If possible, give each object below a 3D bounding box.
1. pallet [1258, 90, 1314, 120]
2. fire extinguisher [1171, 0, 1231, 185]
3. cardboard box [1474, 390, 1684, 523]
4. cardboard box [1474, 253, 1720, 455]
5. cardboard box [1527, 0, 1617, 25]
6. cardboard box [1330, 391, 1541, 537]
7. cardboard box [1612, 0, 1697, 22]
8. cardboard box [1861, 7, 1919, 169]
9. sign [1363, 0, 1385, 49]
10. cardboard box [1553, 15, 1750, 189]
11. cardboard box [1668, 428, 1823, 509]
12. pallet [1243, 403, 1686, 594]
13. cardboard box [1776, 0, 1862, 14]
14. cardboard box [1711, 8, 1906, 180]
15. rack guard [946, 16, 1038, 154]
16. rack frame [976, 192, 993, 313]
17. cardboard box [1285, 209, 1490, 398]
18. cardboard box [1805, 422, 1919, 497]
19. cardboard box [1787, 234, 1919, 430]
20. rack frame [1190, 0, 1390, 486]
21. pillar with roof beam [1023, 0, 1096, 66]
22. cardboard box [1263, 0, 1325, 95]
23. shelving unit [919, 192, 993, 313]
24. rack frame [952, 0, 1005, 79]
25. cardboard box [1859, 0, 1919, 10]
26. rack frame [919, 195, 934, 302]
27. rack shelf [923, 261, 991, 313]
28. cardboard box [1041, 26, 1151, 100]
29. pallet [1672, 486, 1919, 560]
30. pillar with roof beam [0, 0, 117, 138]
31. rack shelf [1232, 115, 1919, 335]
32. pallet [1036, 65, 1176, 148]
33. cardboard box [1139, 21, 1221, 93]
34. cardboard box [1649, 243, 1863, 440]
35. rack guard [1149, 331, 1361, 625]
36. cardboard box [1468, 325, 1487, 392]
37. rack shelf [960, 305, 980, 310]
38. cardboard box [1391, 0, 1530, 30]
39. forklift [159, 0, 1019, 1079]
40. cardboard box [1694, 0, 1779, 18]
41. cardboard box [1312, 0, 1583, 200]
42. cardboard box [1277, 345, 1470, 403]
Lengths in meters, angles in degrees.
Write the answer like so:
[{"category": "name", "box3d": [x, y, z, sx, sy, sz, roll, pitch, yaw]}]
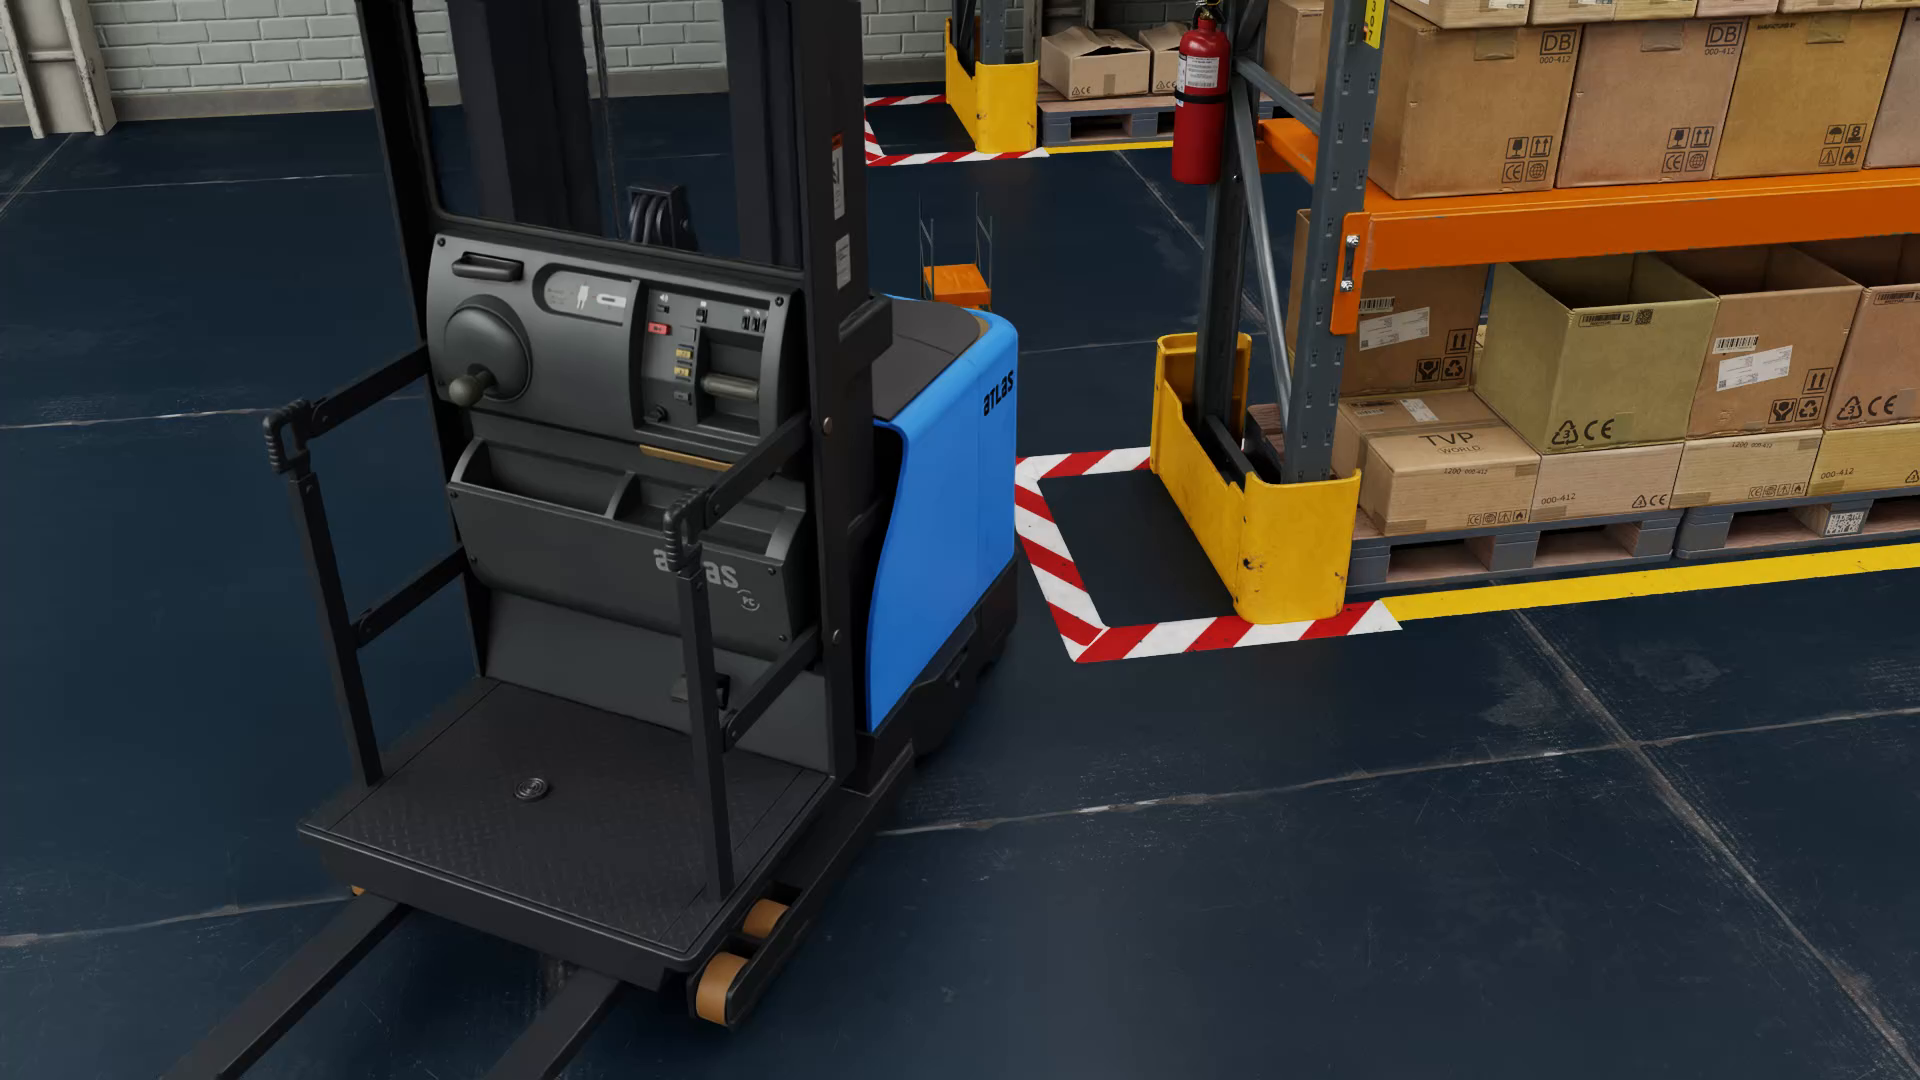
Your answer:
[{"category": "pallet", "box3d": [2.178, -2.767, 10.248, 1.213, 0.211, 1.003, -5, 31, -9]}, {"category": "fire extinguisher", "box3d": [0.797, -1.514, 5.442, 0.183, 0.674, 0.296, -5, 31, -9]}, {"category": "cardboard box", "box3d": [2.055, -0.308, 5.613, 0.500, 0.250, 0.500, -5, 31, -9]}, {"category": "cardboard box", "box3d": [2.056, -0.630, 5.421, 0.500, 0.500, 0.500, -5, 31, -9]}, {"category": "cardboard box", "box3d": [1.681, -1.603, 4.779, 0.250, 0.149, 0.380, -6, 31, -10]}, {"category": "cardboard box", "box3d": [1.564, -0.260, 5.532, 0.500, 0.250, 0.500, -5, 31, -9]}, {"category": "cardboard box", "box3d": [1.926, -1.625, 4.816, 0.250, 0.149, 0.380, -5, 31, -9]}, {"category": "cardboard box", "box3d": [2.980, -1.549, 5.326, 0.500, 0.500, 0.700, -4, 31, -7]}, {"category": "sign", "box3d": [1.091, -1.457, 4.336, 0.005, 0.325, 0.100, -5, 31, -9]}, {"category": "cardboard box", "box3d": [1.974, -1.456, 5.169, 0.500, 0.500, 0.700, -5, 31, -8]}, {"category": "cardboard box", "box3d": [2.547, -0.353, 5.690, 0.500, 0.250, 0.500, -5, 31, -9]}, {"category": "pallet", "box3d": [1.741, -0.215, 5.908, 1.213, 0.211, 1.003, -5, 31, -9]}, {"category": "cardboard box", "box3d": [2.437, -1.673, 4.897, 0.250, 0.149, 0.380, -6, 31, -11]}, {"category": "cardboard box", "box3d": [2.463, -1.499, 5.241, 0.500, 0.500, 0.700, -5, 31, -9]}, {"category": "rack guard", "box3d": [0.175, -2.725, 9.892, 0.348, 0.500, 1.175, -5, 31, -9]}, {"category": "rack frame", "box3d": [0.076, -0.524, 5.458, 0.006, 1.200, 0.240, -5, 31, -9]}, {"category": "cardboard box", "box3d": [1.471, -0.843, 5.783, 0.500, 0.500, 0.500, -5, 31, -9]}, {"category": "cardboard box", "box3d": [3.040, -0.397, 5.763, 0.500, 0.250, 0.500, -5, 31, -9]}, {"category": "cardboard box", "box3d": [3.040, -0.719, 5.572, 0.500, 0.500, 0.500, -5, 31, -9]}, {"category": "rack frame", "box3d": [0.997, -1.327, 5.047, 0.127, 3.000, 1.000, -5, 31, -9]}, {"category": "pillar with roof beam", "box3d": [1.409, -4.731, 4.918, 0.400, 9.000, 9.100, -5, 31, -9]}, {"category": "cardboard box", "box3d": [2.089, -3.021, 9.960, 0.500, 0.500, 0.700, -7, 31, -12]}, {"category": "shelving unit", "box3d": [-0.014, -0.516, 5.444, 0.189, 1.200, 0.258, -5, 31, -9]}, {"category": "rack frame", "box3d": [0.101, -3.796, 9.247, 0.127, 3.000, 1.000, -5, 31, -9]}, {"category": "cardboard box", "box3d": [2.688, -1.696, 4.937, 0.250, 0.149, 0.380, -6, 31, -10]}, {"category": "rack frame", "box3d": [-0.104, -0.508, 5.429, 0.006, 1.200, 0.240, -5, 31, -9]}, {"category": "rack shelf", "box3d": [-0.014, -0.788, 5.284, 0.180, 0.103, 0.258, -5, 31, -9]}, {"category": "cardboard box", "box3d": [0.797, -2.845, 9.848, 0.500, 0.311, 0.500, -9, 32, -15]}, {"category": "pallet", "box3d": [2.939, -0.325, 6.094, 1.213, 0.211, 1.003, -5, 31, -9]}, {"category": "pillar with roof beam", "box3d": [-4.493, -4.183, 3.986, 0.400, 9.000, 9.100, -5, 31, -9]}, {"category": "rack shelf", "box3d": [2.964, -1.199, 5.540, 4.000, 0.370, 1.077, -5, 31, -9]}, {"category": "pallet", "box3d": [0.981, -2.658, 10.061, 1.213, 0.211, 1.003, -5, 31, -9]}, {"category": "cardboard box", "box3d": [1.358, -2.897, 9.936, 0.500, 0.311, 0.500, -3, 31, -5]}, {"category": "cardboard box", "box3d": [2.545, -0.682, 5.510, 0.500, 0.500, 0.500, -5, 31, -9]}, {"category": "rack guard", "box3d": [0.973, -0.247, 5.677, 0.348, 0.500, 1.175, -5, 31, -9]}, {"category": "cardboard box", "box3d": [1.961, -0.570, 6.059, 0.500, 0.250, 0.500, -5, 31, -9]}, {"category": "rack shelf", "box3d": [-0.014, -0.684, 5.344, 0.180, 0.103, 0.258, -5, 31, -9]}, {"category": "cardboard box", "box3d": [1.421, -1.578, 4.735, 0.250, 0.149, 0.380, -6, 31, -9]}, {"category": "forklift", "box3d": [-0.877, -0.391, 3.524, 1.130, 2.935, 3.031, 13, 33, 20]}, {"category": "cardboard box", "box3d": [2.175, -1.647, 4.853, 0.250, 0.149, 0.380, -6, 31, -10]}, {"category": "cardboard box", "box3d": [1.458, -1.406, 5.083, 0.500, 0.500, 0.700, -5, 31, -9]}, {"category": "cardboard box", "box3d": [1.471, -0.519, 5.971, 0.500, 0.250, 0.500, -5, 31, -9]}]
